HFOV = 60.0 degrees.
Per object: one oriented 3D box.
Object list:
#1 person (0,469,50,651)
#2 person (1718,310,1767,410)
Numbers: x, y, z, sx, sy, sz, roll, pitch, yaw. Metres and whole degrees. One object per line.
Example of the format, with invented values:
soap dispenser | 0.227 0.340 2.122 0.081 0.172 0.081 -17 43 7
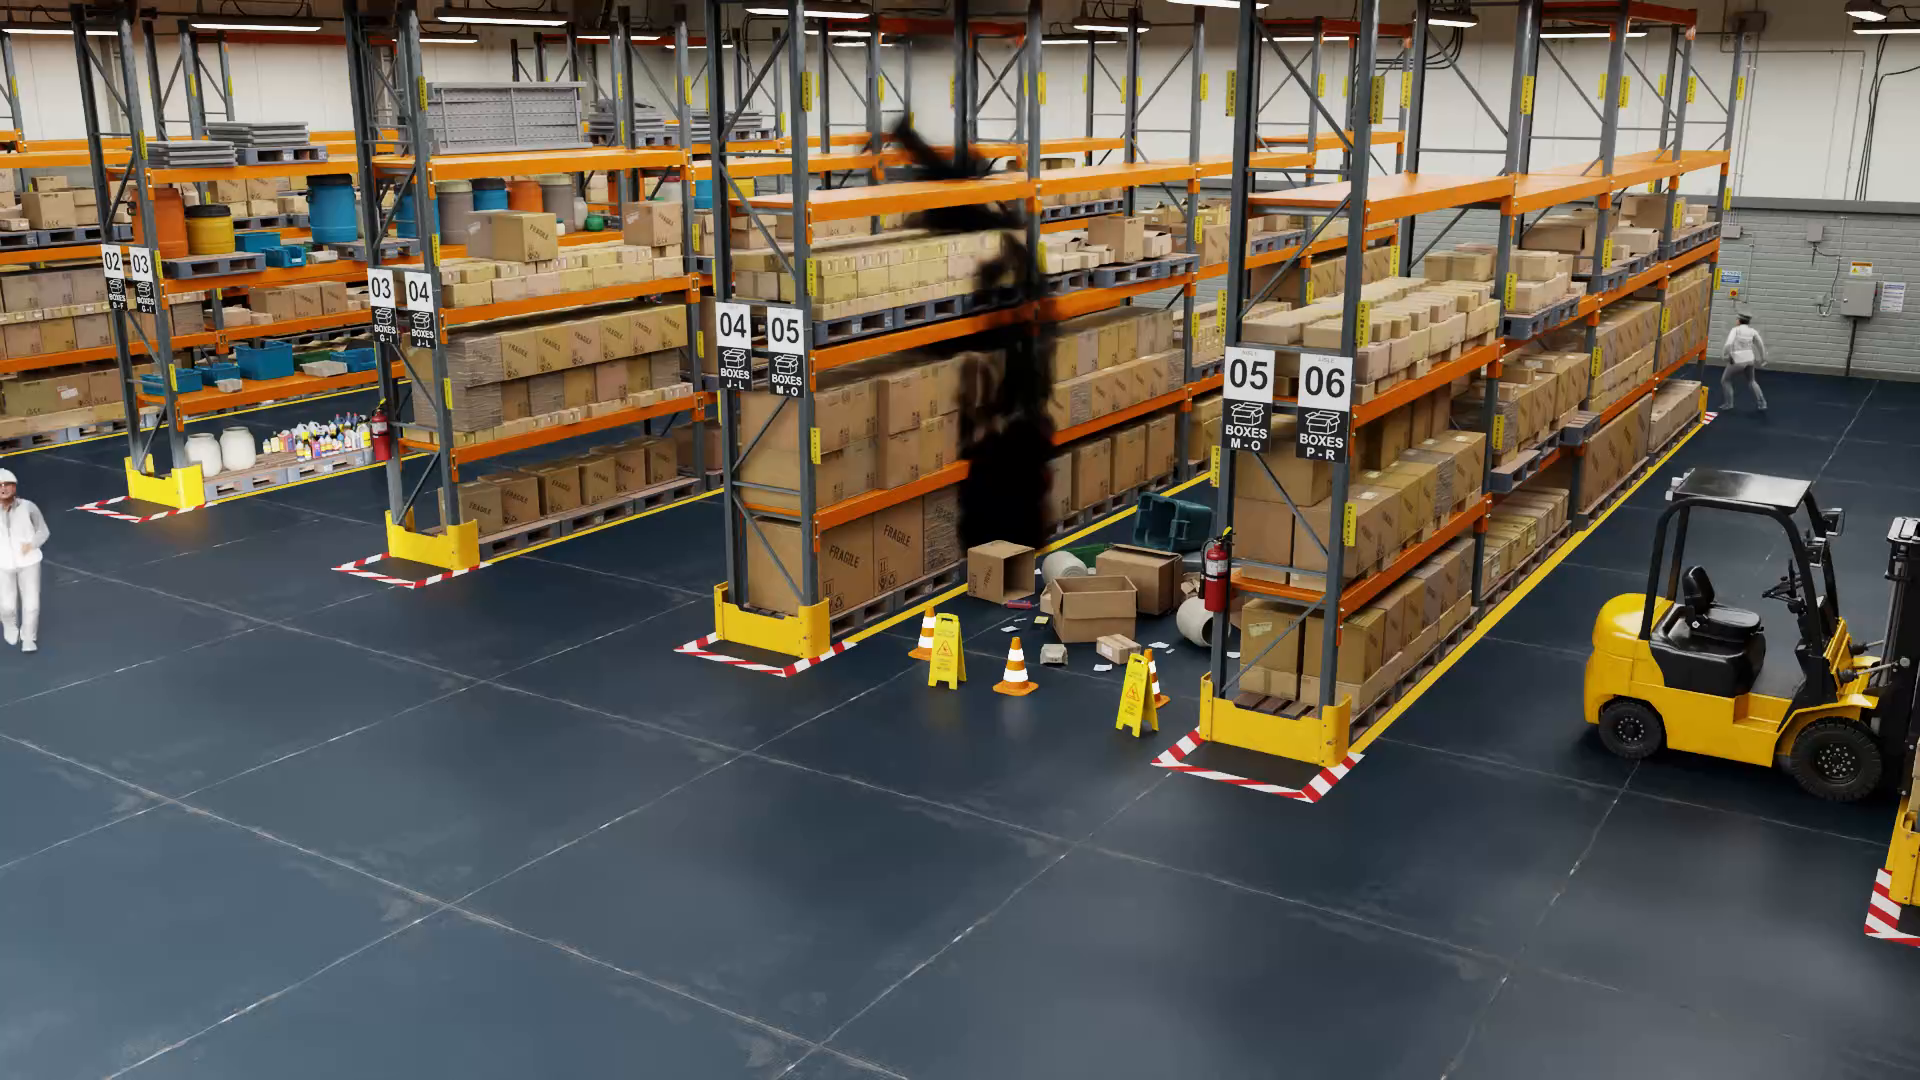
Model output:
person | -8.641 0.218 15.191 0.645 1.727 0.565 -9 18 -30
person | 12.400 -2.831 26.393 0.895 1.635 0.668 -4 16 -15
